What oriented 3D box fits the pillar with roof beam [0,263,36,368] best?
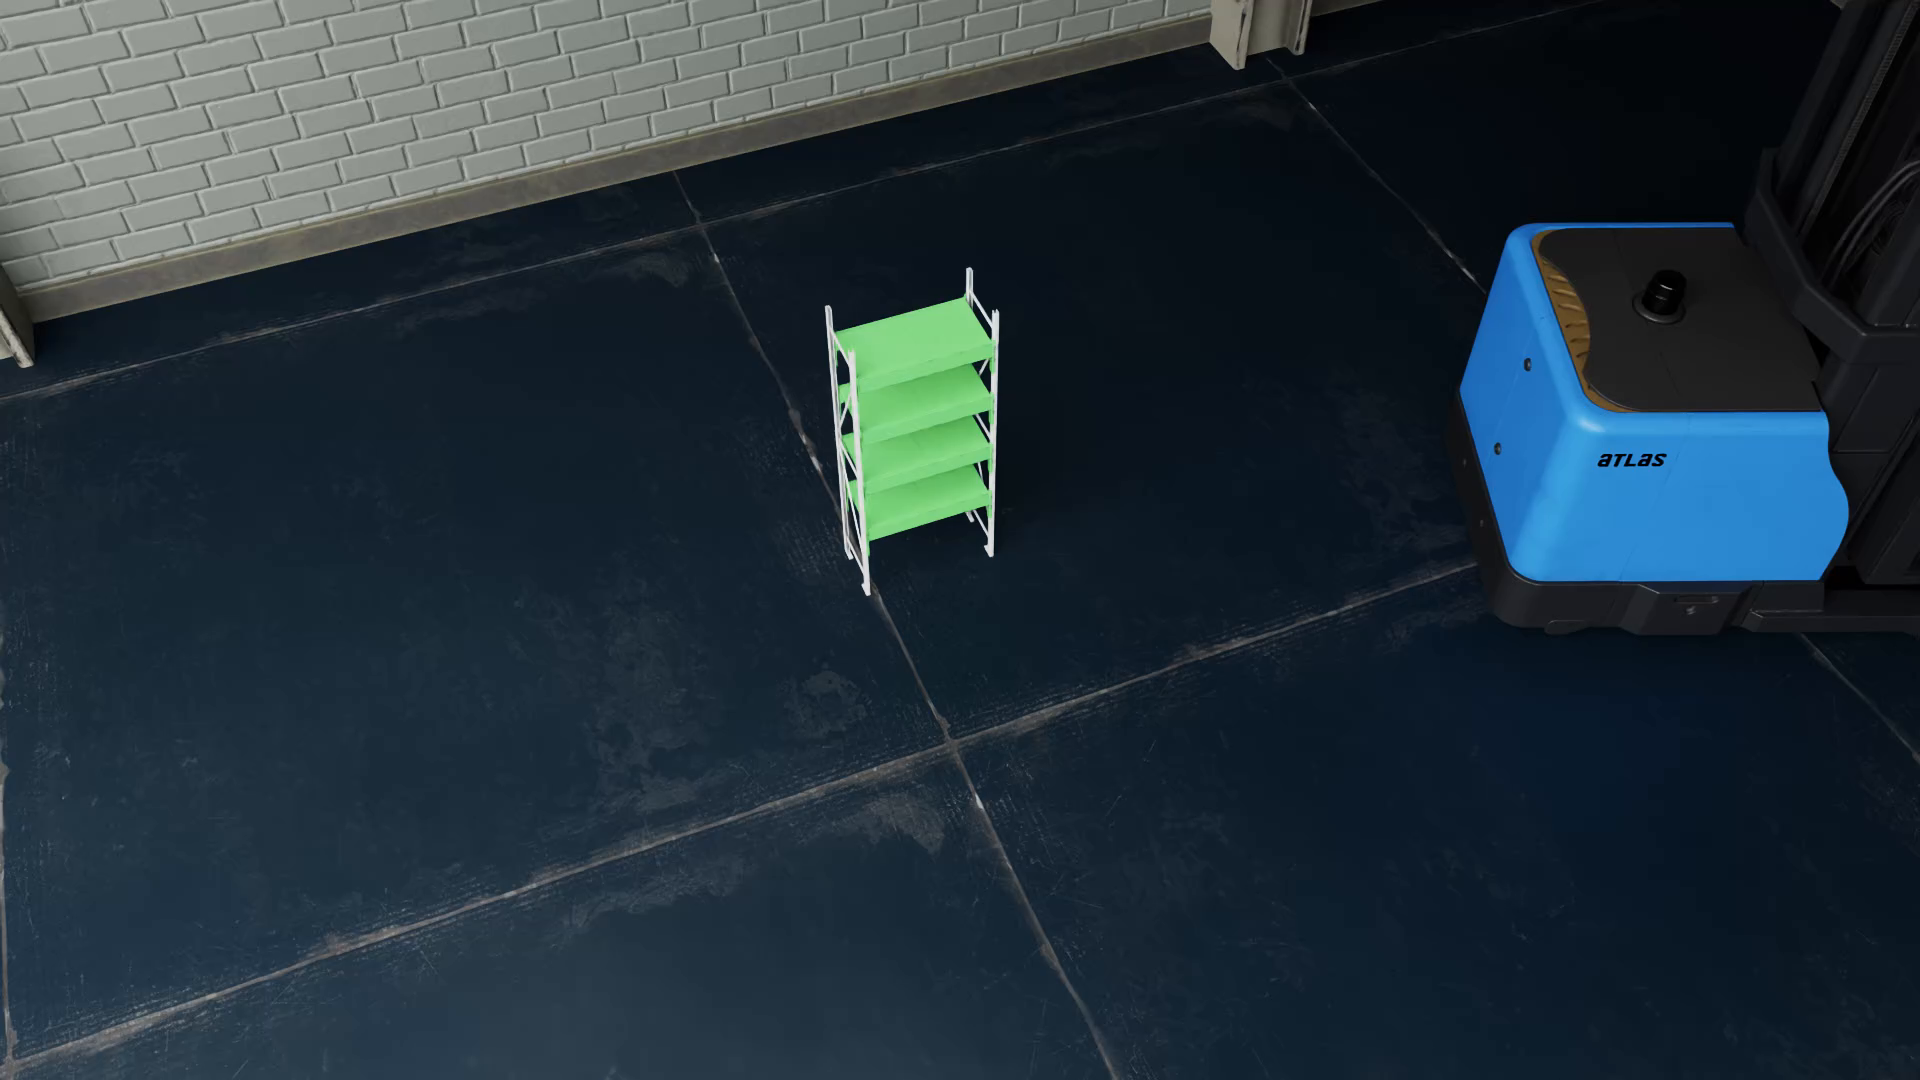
[{"bbox_3d":[-2.436,-0.683,0.905,0.400,9.000,9.100,-17,52,-14],"label":"pillar with roof beam"}]

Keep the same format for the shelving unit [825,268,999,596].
[{"bbox_3d":[-0.153,-0.343,5.754,0.503,1.200,0.258,-17,52,-14],"label":"shelving unit"}]

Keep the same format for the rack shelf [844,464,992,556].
[{"bbox_3d":[-0.153,-0.145,5.985,0.480,0.148,0.258,-17,52,-14],"label":"rack shelf"}]

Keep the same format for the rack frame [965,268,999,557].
[{"bbox_3d":[0.073,-0.413,5.814,0.015,1.200,0.240,-17,52,-14],"label":"rack frame"}]

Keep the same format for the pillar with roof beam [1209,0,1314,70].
[{"bbox_3d":[3.119,-2.405,2.383,0.400,9.000,9.100,-17,52,-14],"label":"pillar with roof beam"}]

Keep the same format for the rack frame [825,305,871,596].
[{"bbox_3d":[-0.379,-0.273,5.694,0.015,1.200,0.240,-17,52,-14],"label":"rack frame"}]

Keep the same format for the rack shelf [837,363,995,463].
[{"bbox_3d":[-0.153,-0.458,5.620,0.480,0.148,0.258,-17,52,-14],"label":"rack shelf"}]

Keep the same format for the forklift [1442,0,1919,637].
[{"bbox_3d":[3.405,-1.004,5.181,3.031,2.935,1.130,0,49,0],"label":"forklift"}]

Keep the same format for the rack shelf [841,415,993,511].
[{"bbox_3d":[-0.153,-0.302,5.802,0.480,0.148,0.258,-17,52,-14],"label":"rack shelf"}]

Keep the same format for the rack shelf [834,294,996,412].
[{"bbox_3d":[-0.153,-0.614,5.438,0.480,0.148,0.258,-17,52,-14],"label":"rack shelf"}]
